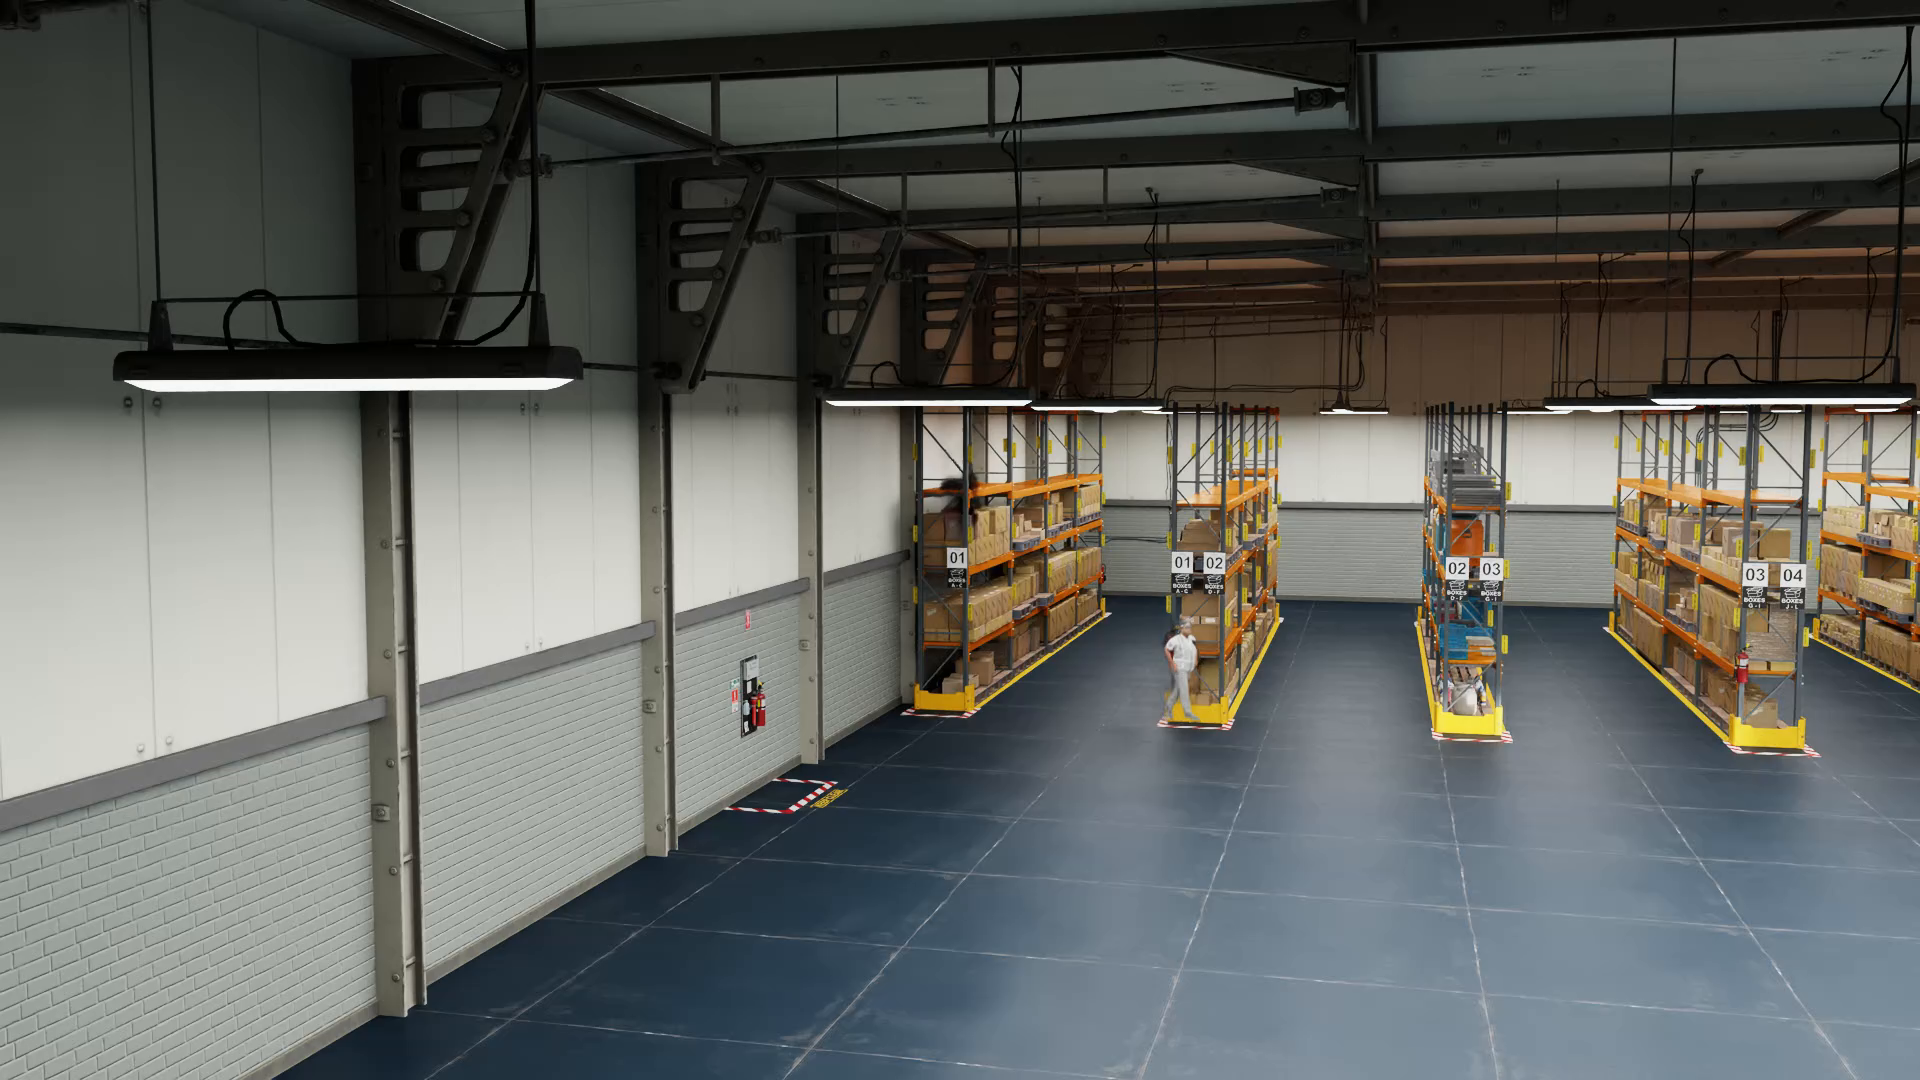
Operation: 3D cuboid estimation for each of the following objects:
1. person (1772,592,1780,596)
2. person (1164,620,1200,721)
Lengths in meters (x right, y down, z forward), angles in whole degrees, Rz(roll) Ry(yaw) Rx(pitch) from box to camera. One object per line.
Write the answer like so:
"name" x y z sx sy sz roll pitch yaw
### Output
"person" 20.954 1.740 43.084 0.607 1.604 0.527 1 4 18
"person" 4.054 2.341 29.996 0.659 1.837 0.862 -4 6 -40
